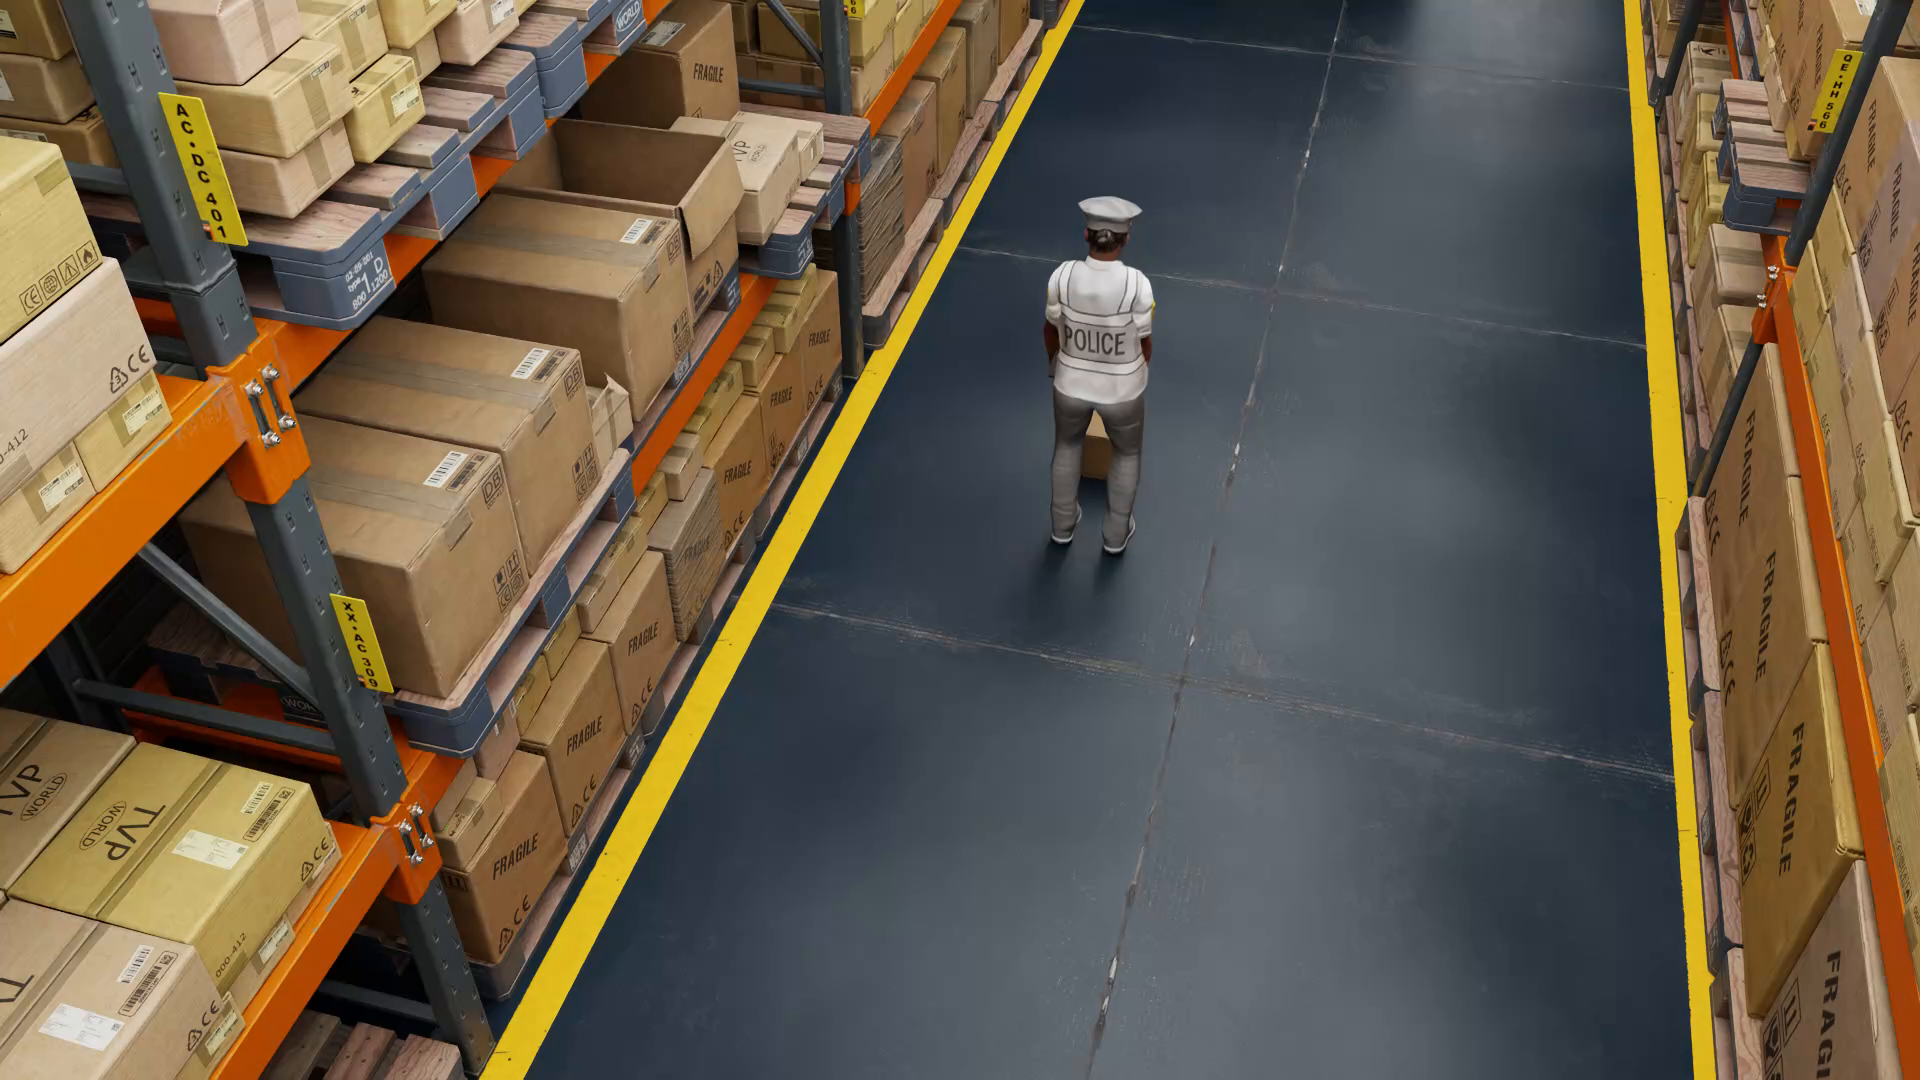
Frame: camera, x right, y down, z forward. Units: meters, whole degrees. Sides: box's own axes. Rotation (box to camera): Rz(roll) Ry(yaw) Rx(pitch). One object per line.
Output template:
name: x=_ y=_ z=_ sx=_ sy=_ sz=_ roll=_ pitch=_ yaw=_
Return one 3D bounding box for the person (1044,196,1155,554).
person: x=0.562 y=-0.653 z=6.933 sx=0.451 sy=1.637 sz=0.410 roll=11 pitch=42 yaw=12
